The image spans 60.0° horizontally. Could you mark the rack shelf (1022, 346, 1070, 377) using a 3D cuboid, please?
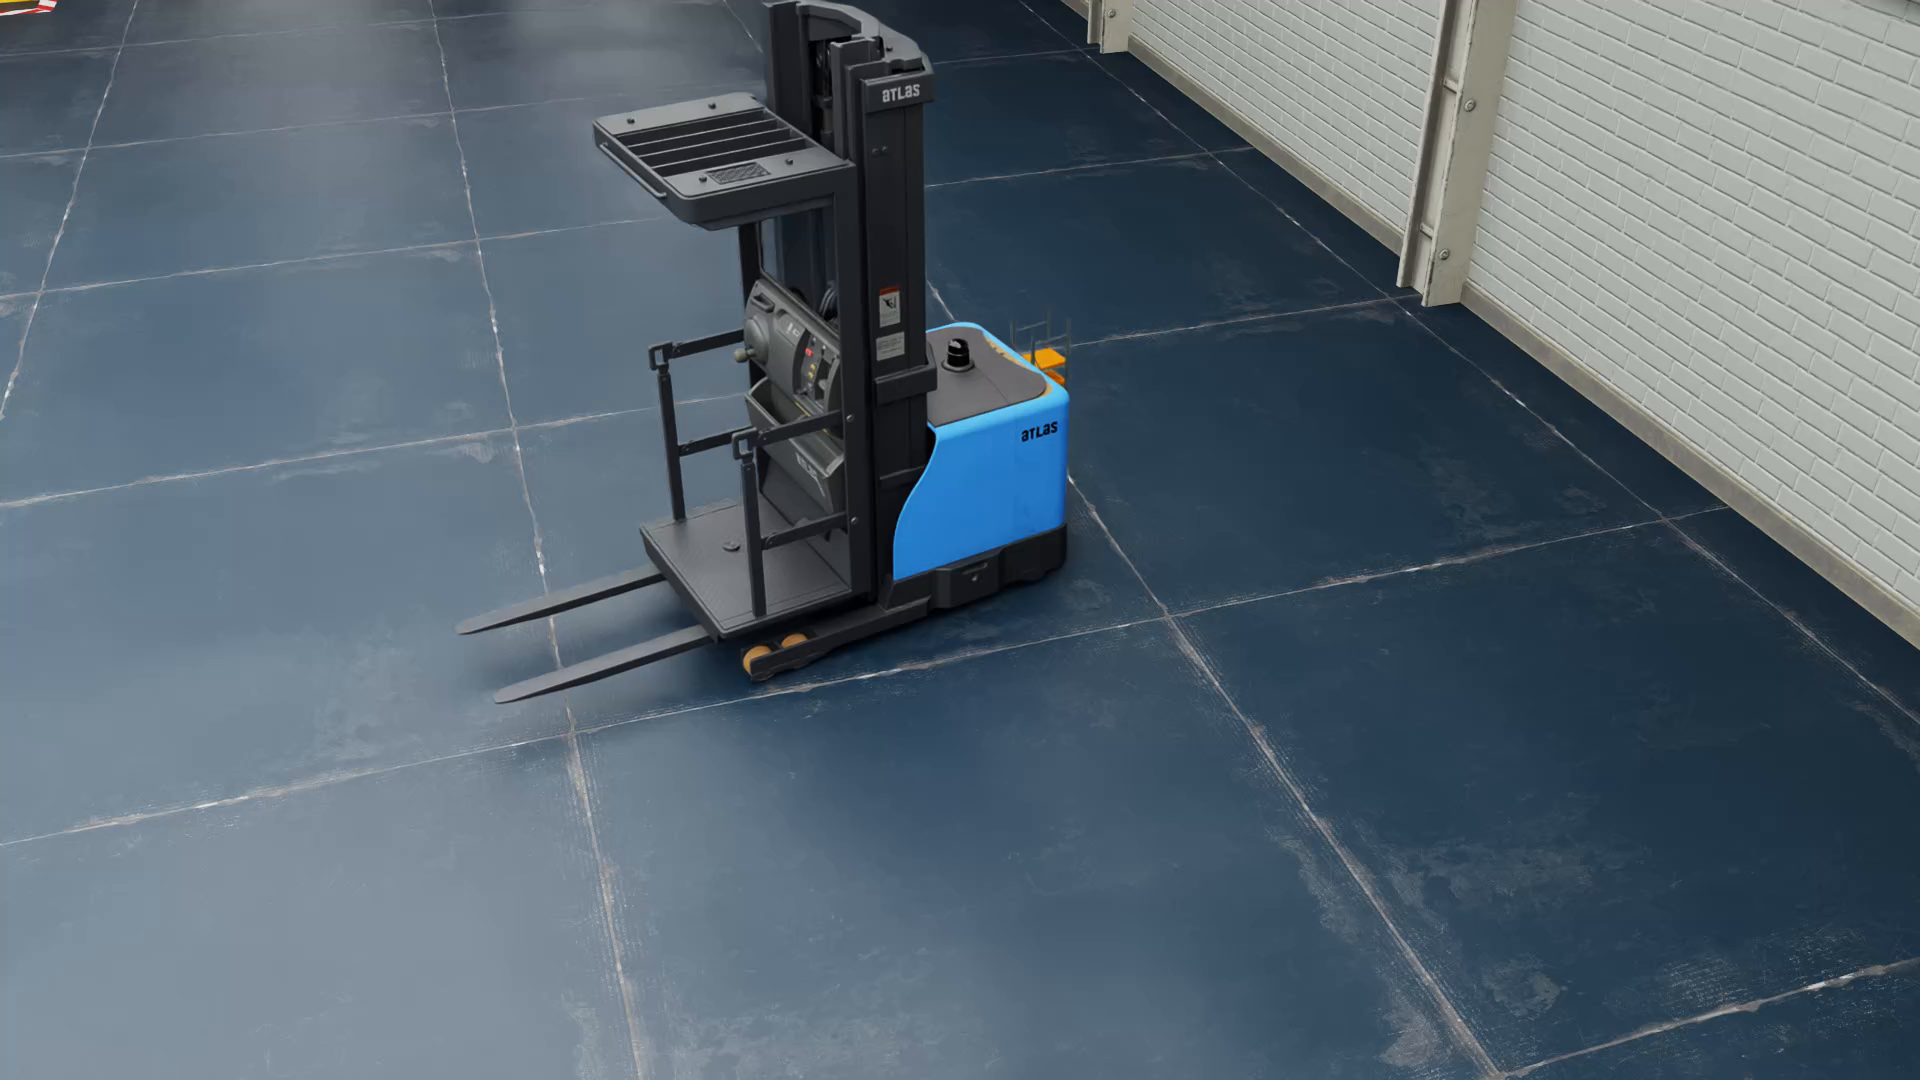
[{"bbox_3d":[0.423,-0.916,8.794,0.258,0.103,0.180,-19,38,-26],"label":"rack shelf"}]

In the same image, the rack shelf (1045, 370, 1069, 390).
[{"bbox_3d":[0.423,-0.815,8.860,0.258,0.103,0.180,-19,38,-26],"label":"rack shelf"}]

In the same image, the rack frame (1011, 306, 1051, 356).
[{"bbox_3d":[0.374,-0.695,9.033,0.240,1.200,0.006,-19,38,-26],"label":"rack frame"}]

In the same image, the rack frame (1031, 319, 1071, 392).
[{"bbox_3d":[0.471,-0.609,8.903,0.240,1.200,0.006,-19,38,-26],"label":"rack frame"}]

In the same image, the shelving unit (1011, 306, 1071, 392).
[{"bbox_3d":[0.423,-0.652,8.968,0.258,1.200,0.189,-19,38,-26],"label":"shelving unit"}]

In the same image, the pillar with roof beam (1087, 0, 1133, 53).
[{"bbox_3d":[-2.625,-7.922,12.896,9.100,9.000,0.400,-10,35,-15],"label":"pillar with roof beam"}]

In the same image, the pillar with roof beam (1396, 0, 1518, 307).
[{"bbox_3d":[-0.795,-4.772,8.129,9.100,9.000,0.400,-10,35,-15],"label":"pillar with roof beam"}]

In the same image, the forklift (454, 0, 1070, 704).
[{"bbox_3d":[-0.971,-0.877,7.738,3.031,2.935,1.130,-18,37,-25],"label":"forklift"}]
